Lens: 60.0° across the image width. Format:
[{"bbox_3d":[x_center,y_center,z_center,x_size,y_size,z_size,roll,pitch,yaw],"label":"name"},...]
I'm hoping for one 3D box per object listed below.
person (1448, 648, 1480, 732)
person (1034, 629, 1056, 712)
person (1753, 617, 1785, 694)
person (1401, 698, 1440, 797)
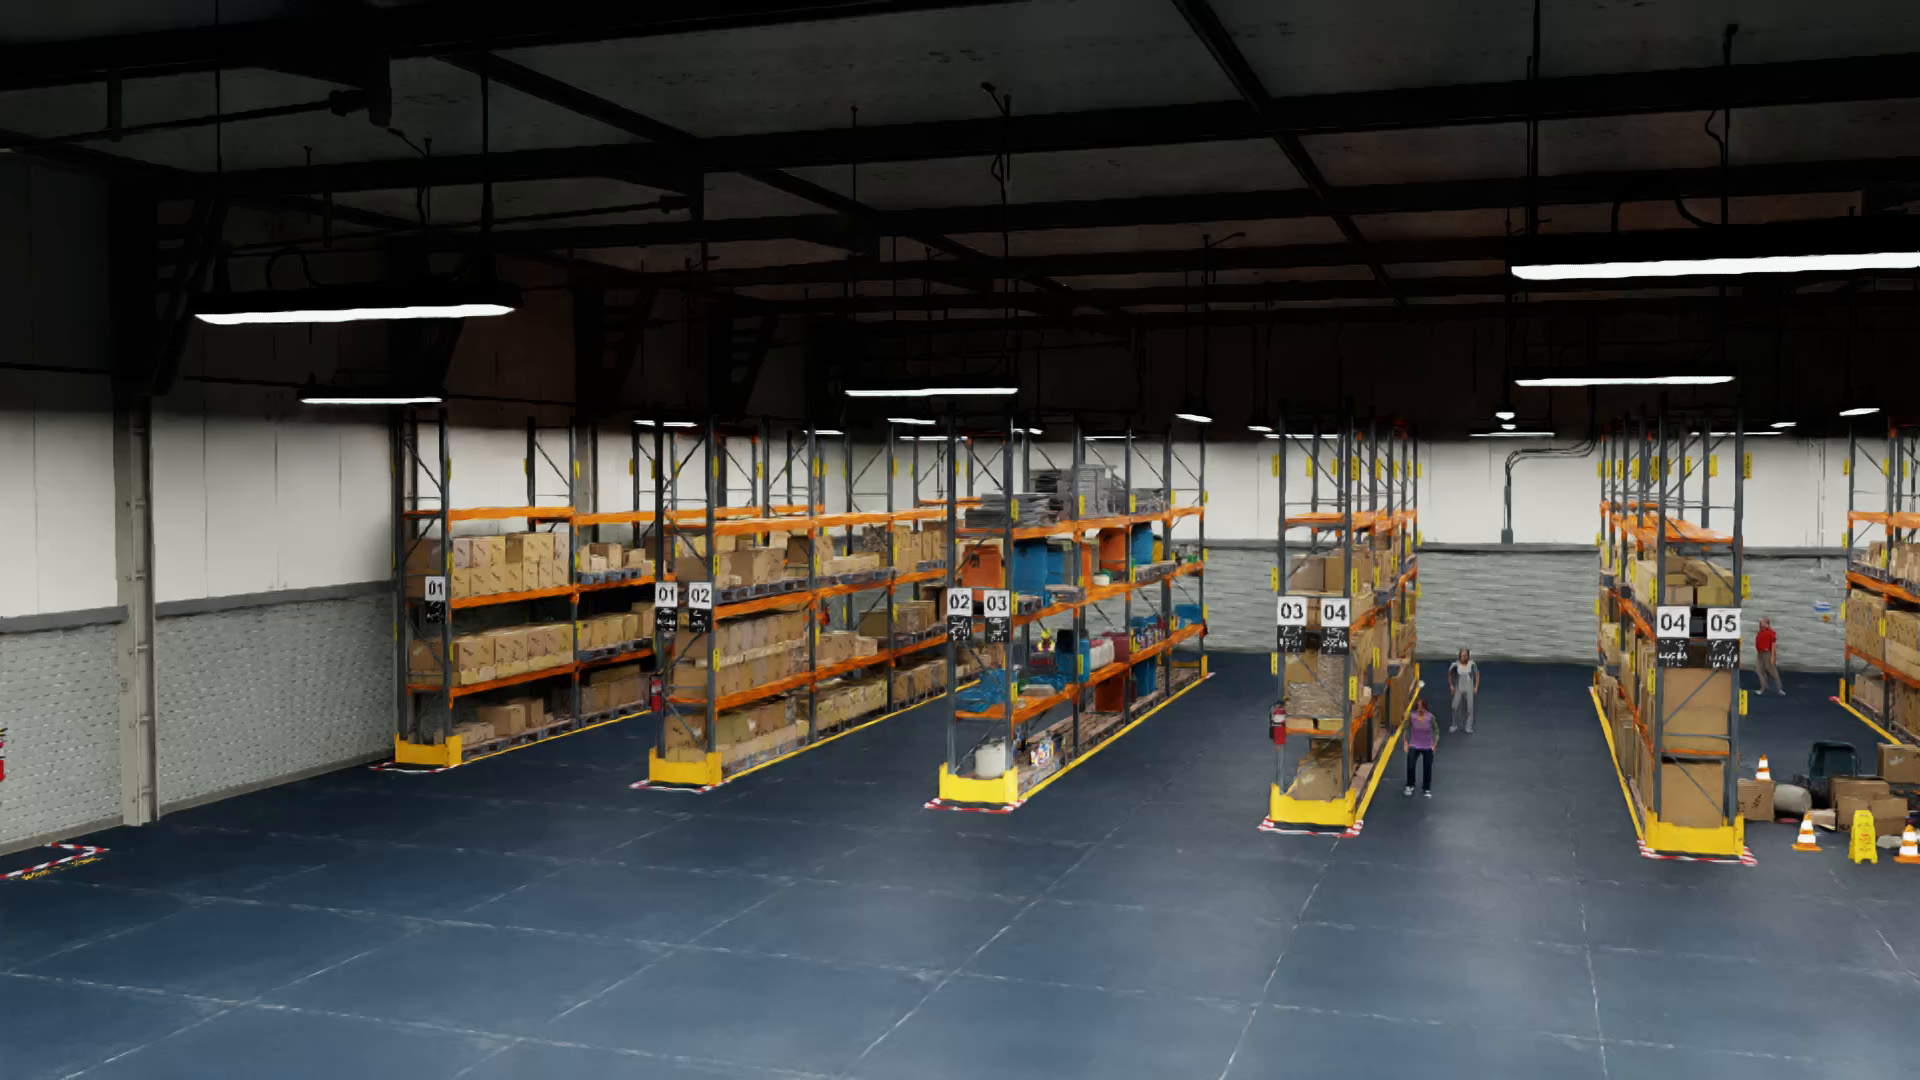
[{"bbox_3d":[9.576,2.843,31.623,0.580,1.618,0.507,1,3,17],"label":"person"},{"bbox_3d":[1.788,2.674,34.354,0.577,1.690,1.121,1,3,21],"label":"person"},{"bbox_3d":[17.975,2.568,36.937,0.559,1.716,0.653,0,2,-9],"label":"person"},{"bbox_3d":[7.008,3.151,25.327,0.566,1.541,0.519,1,3,15],"label":"person"}]
